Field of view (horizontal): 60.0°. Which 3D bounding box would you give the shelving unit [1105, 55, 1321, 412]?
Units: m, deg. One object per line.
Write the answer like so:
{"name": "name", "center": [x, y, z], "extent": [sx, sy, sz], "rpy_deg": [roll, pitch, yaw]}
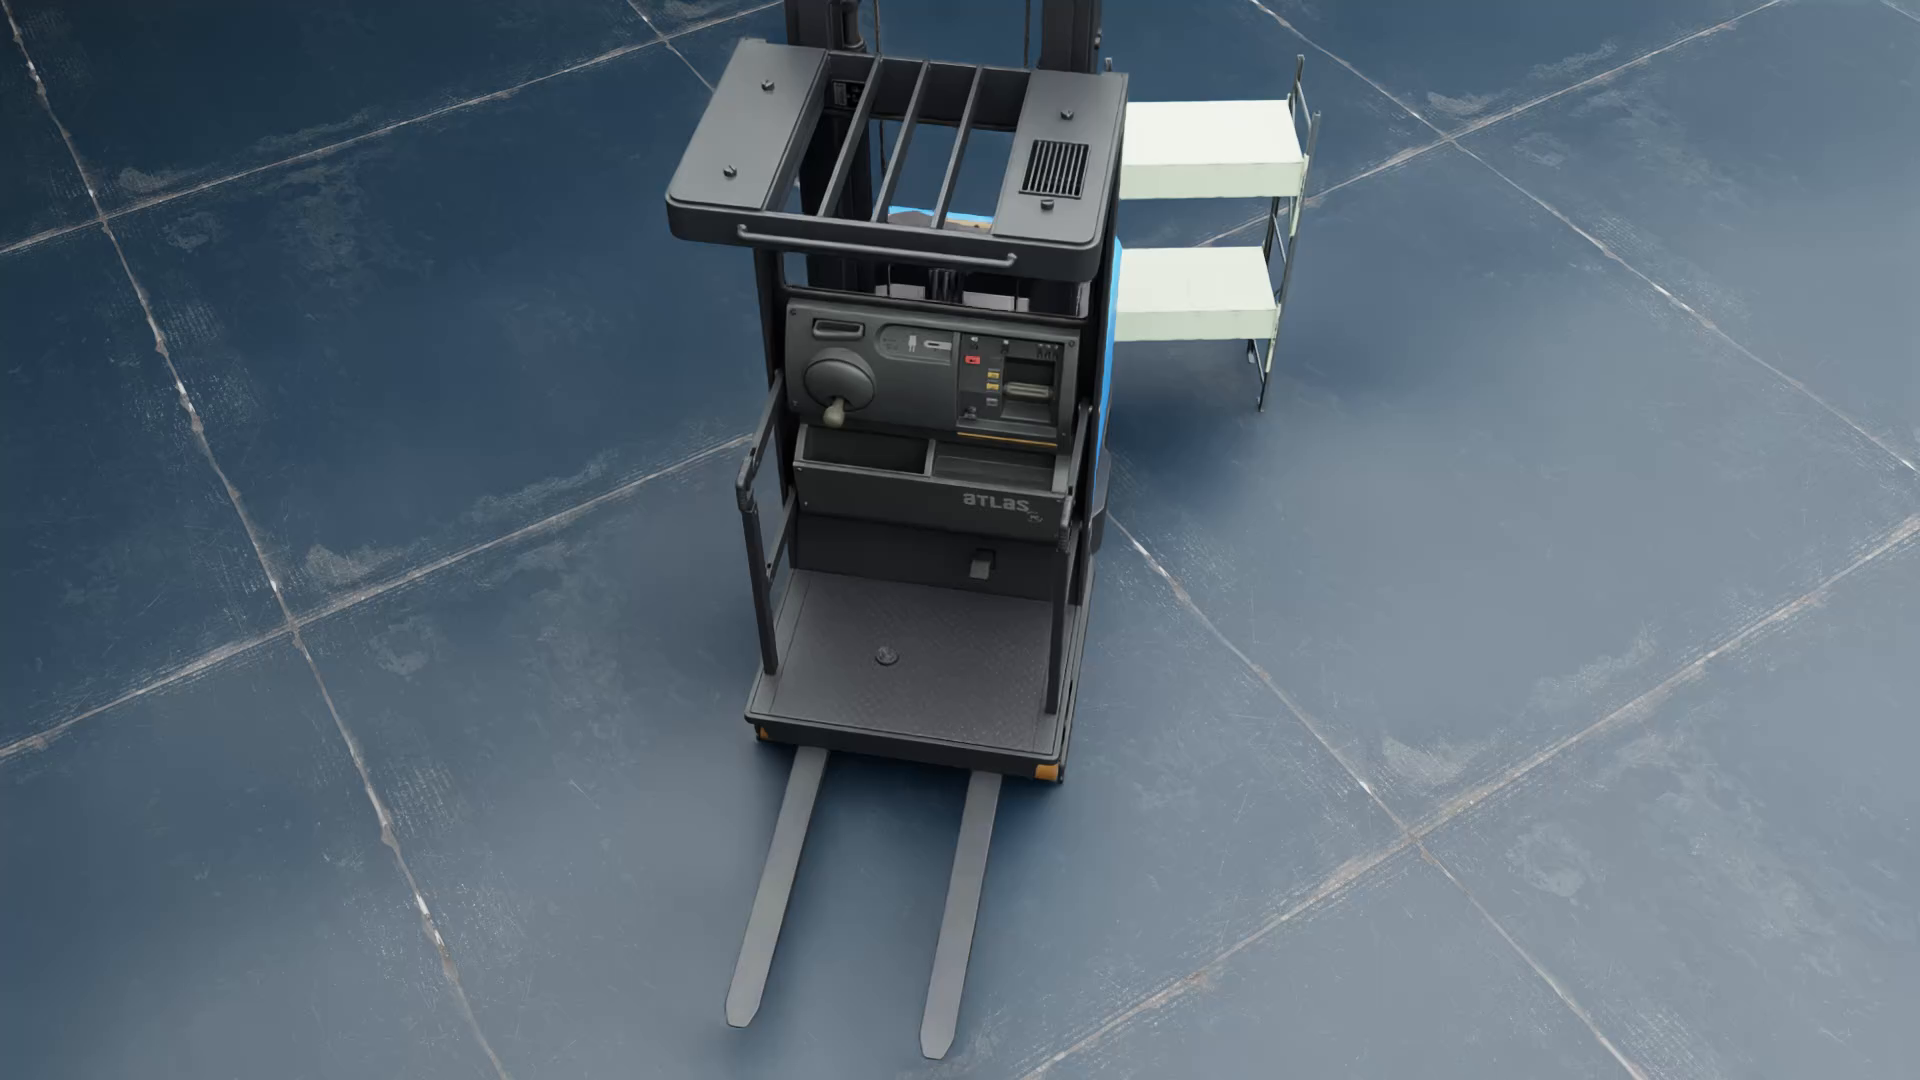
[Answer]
{"name": "shelving unit", "center": [0.936, -1.192, 6.752], "extent": [0.755, 1.500, 0.431], "rpy_deg": [-1, 48, -1]}

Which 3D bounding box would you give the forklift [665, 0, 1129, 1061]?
{"name": "forklift", "center": [-0.128, -0.417, 5.104], "extent": [1.130, 2.935, 3.031], "rpy_deg": [7, 49, 6]}

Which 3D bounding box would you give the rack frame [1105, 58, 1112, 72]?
{"name": "rack frame", "center": [0.570, -1.184, 6.745], "extent": [0.023, 1.500, 0.400], "rpy_deg": [-1, 48, -1]}

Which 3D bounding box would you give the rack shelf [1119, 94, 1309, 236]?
{"name": "rack shelf", "center": [0.936, -1.451, 6.461], "extent": [0.720, 0.370, 0.431], "rpy_deg": [-1, 48, -1]}

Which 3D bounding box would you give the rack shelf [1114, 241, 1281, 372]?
{"name": "rack shelf", "center": [0.936, -0.975, 6.996], "extent": [0.720, 0.370, 0.431], "rpy_deg": [-1, 48, -1]}

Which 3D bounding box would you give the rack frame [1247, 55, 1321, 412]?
{"name": "rack frame", "center": [1.301, -1.200, 6.759], "extent": [0.023, 1.500, 0.400], "rpy_deg": [-1, 48, -1]}
